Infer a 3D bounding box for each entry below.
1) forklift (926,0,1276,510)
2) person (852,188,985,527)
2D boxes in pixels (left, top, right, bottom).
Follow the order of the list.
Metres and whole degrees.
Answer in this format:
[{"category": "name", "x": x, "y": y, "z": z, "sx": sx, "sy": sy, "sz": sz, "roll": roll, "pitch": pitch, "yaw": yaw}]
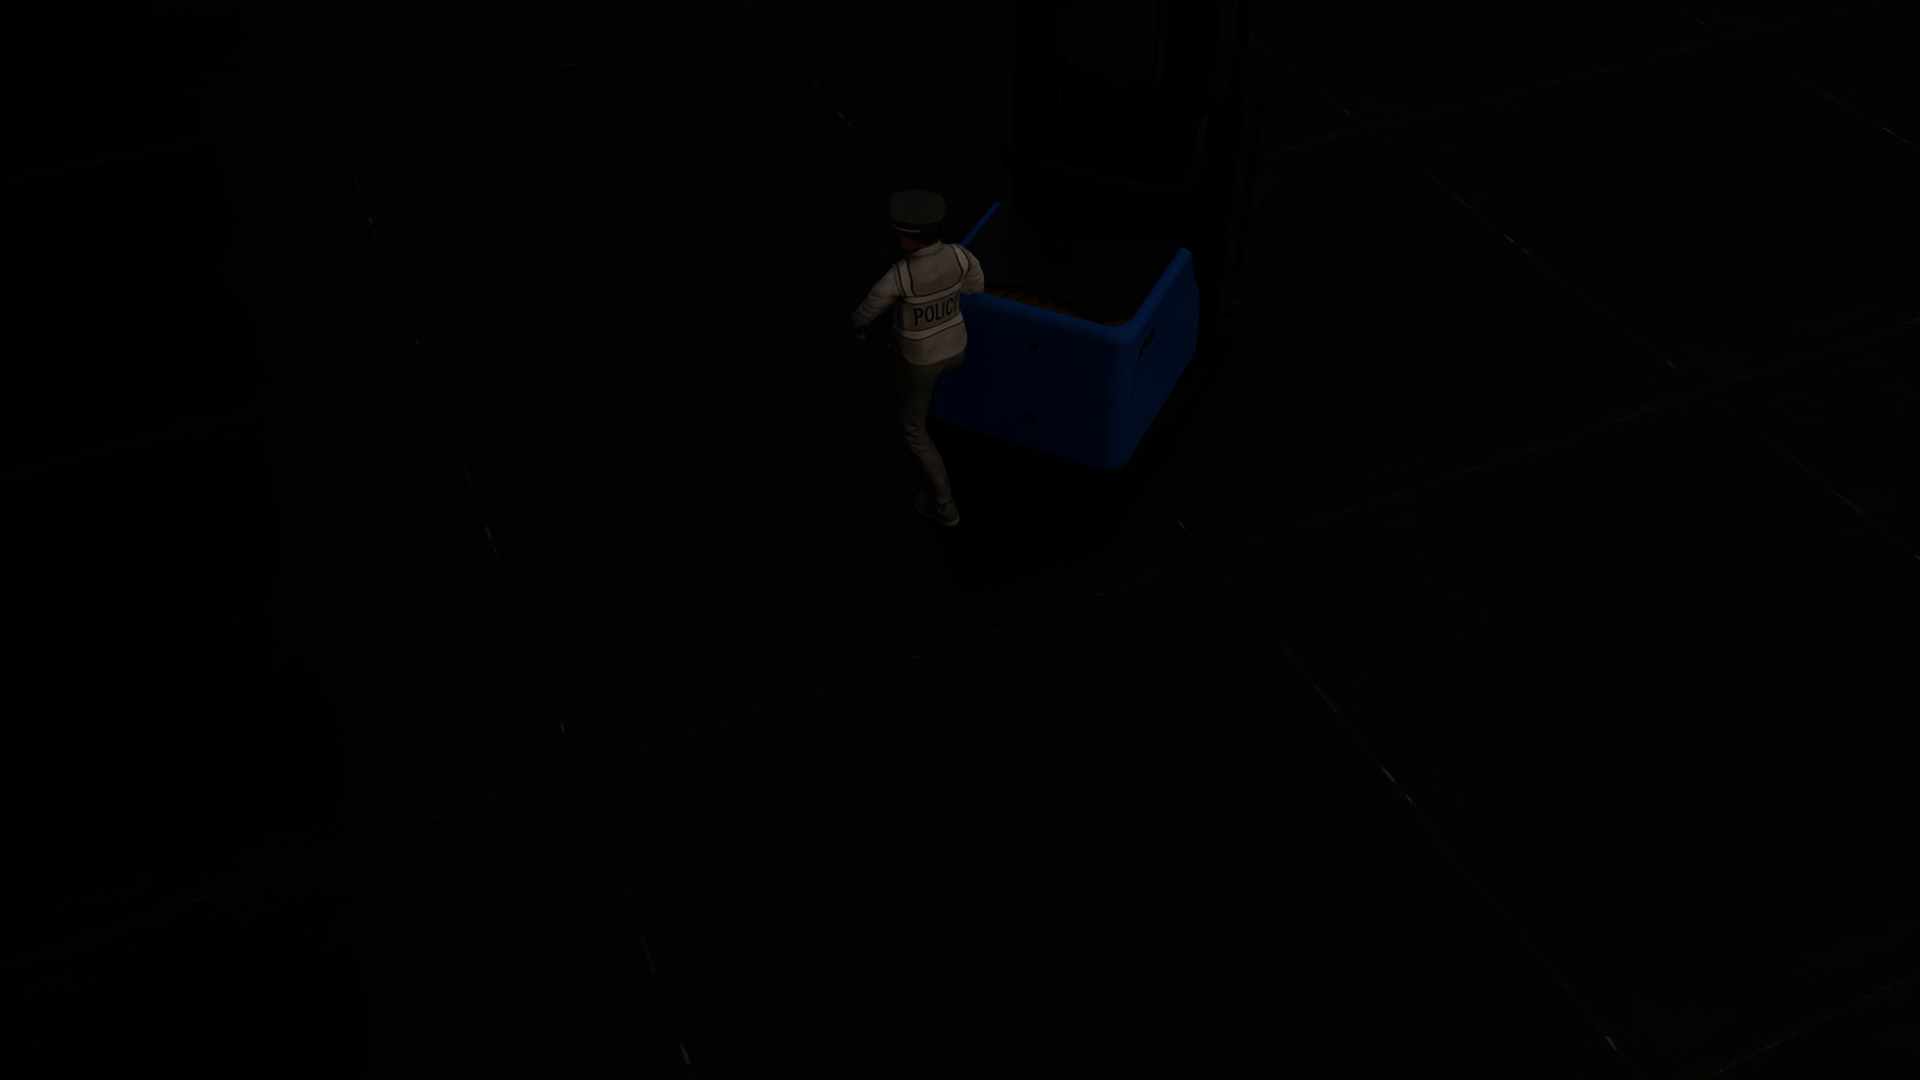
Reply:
[{"category": "forklift", "x": 0.918, "y": -2.223, "z": 8.062, "sx": 1.130, "sy": 2.935, "sz": 3.031, "roll": 18, "pitch": 46, "yaw": 18}, {"category": "person", "x": -0.155, "y": -0.916, "z": 7.646, "sx": 0.611, "sy": 1.609, "sz": 0.826, "roll": -29, "pitch": 50, "yaw": -27}]
